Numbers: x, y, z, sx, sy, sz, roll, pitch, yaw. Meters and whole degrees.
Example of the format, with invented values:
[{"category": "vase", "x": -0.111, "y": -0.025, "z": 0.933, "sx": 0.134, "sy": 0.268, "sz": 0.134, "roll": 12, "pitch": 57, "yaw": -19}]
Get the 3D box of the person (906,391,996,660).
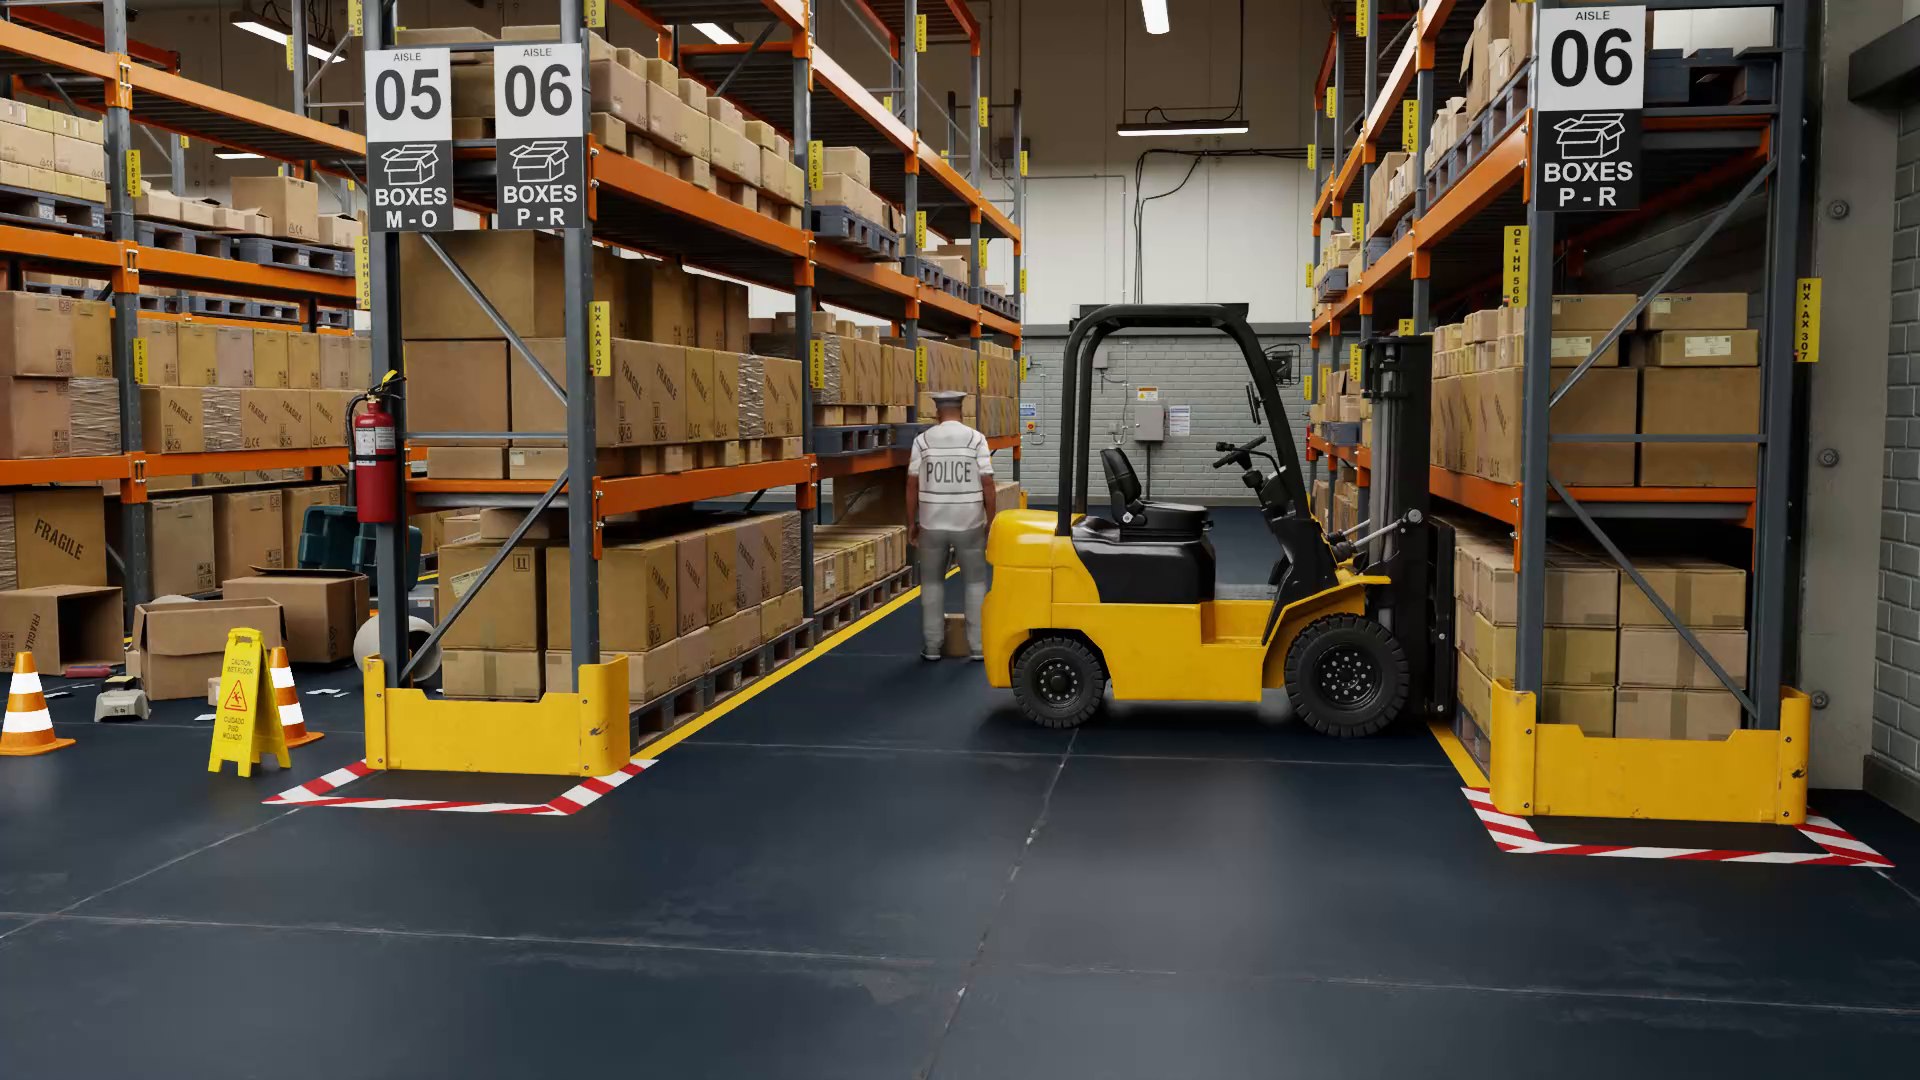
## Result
[{"category": "person", "x": -0.055, "y": -0.094, "z": 10.803, "sx": 0.587, "sy": 1.748, "sz": 0.436, "roll": 0, "pitch": 4, "yaw": 4}]
